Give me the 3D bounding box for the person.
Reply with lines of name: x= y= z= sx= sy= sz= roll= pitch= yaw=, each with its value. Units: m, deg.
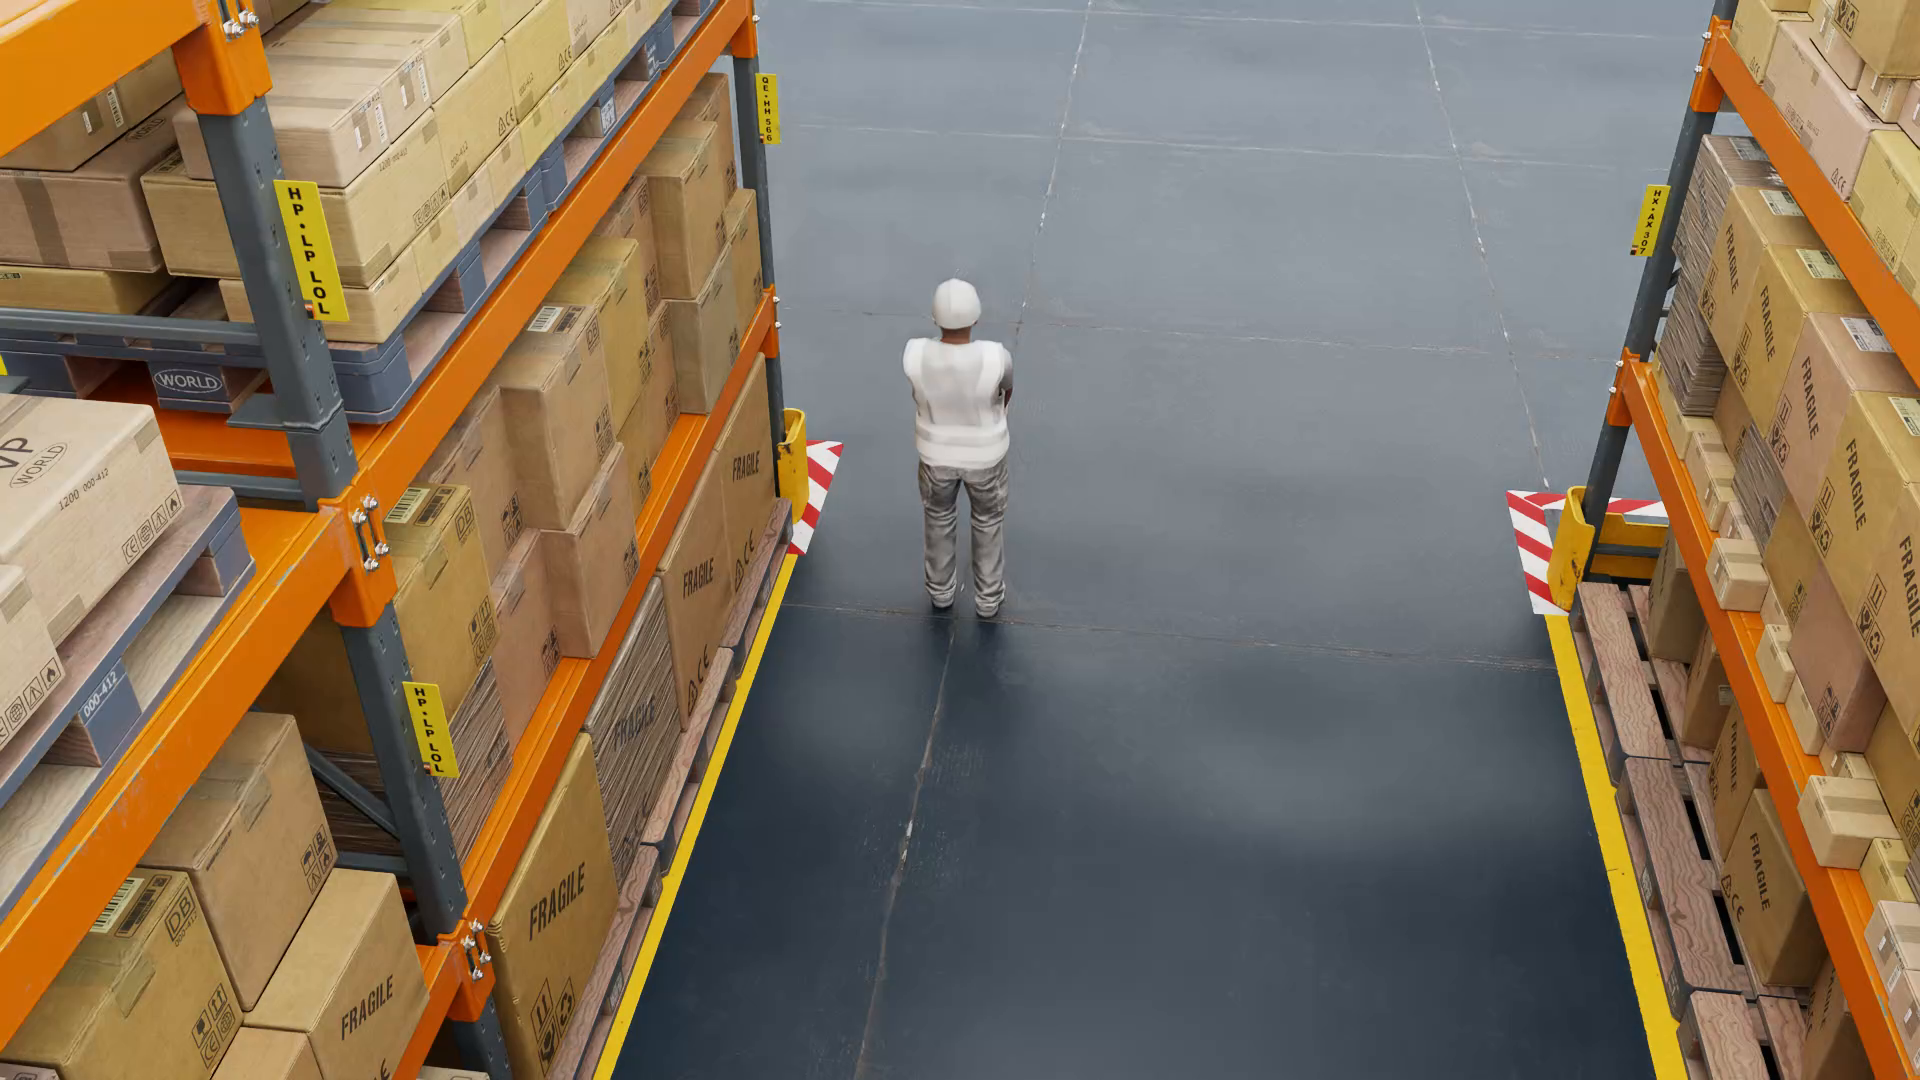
person: x=0.009 y=-0.465 z=7.673 sx=0.487 sy=1.778 sz=0.575 roll=4 pitch=36 yaw=6
